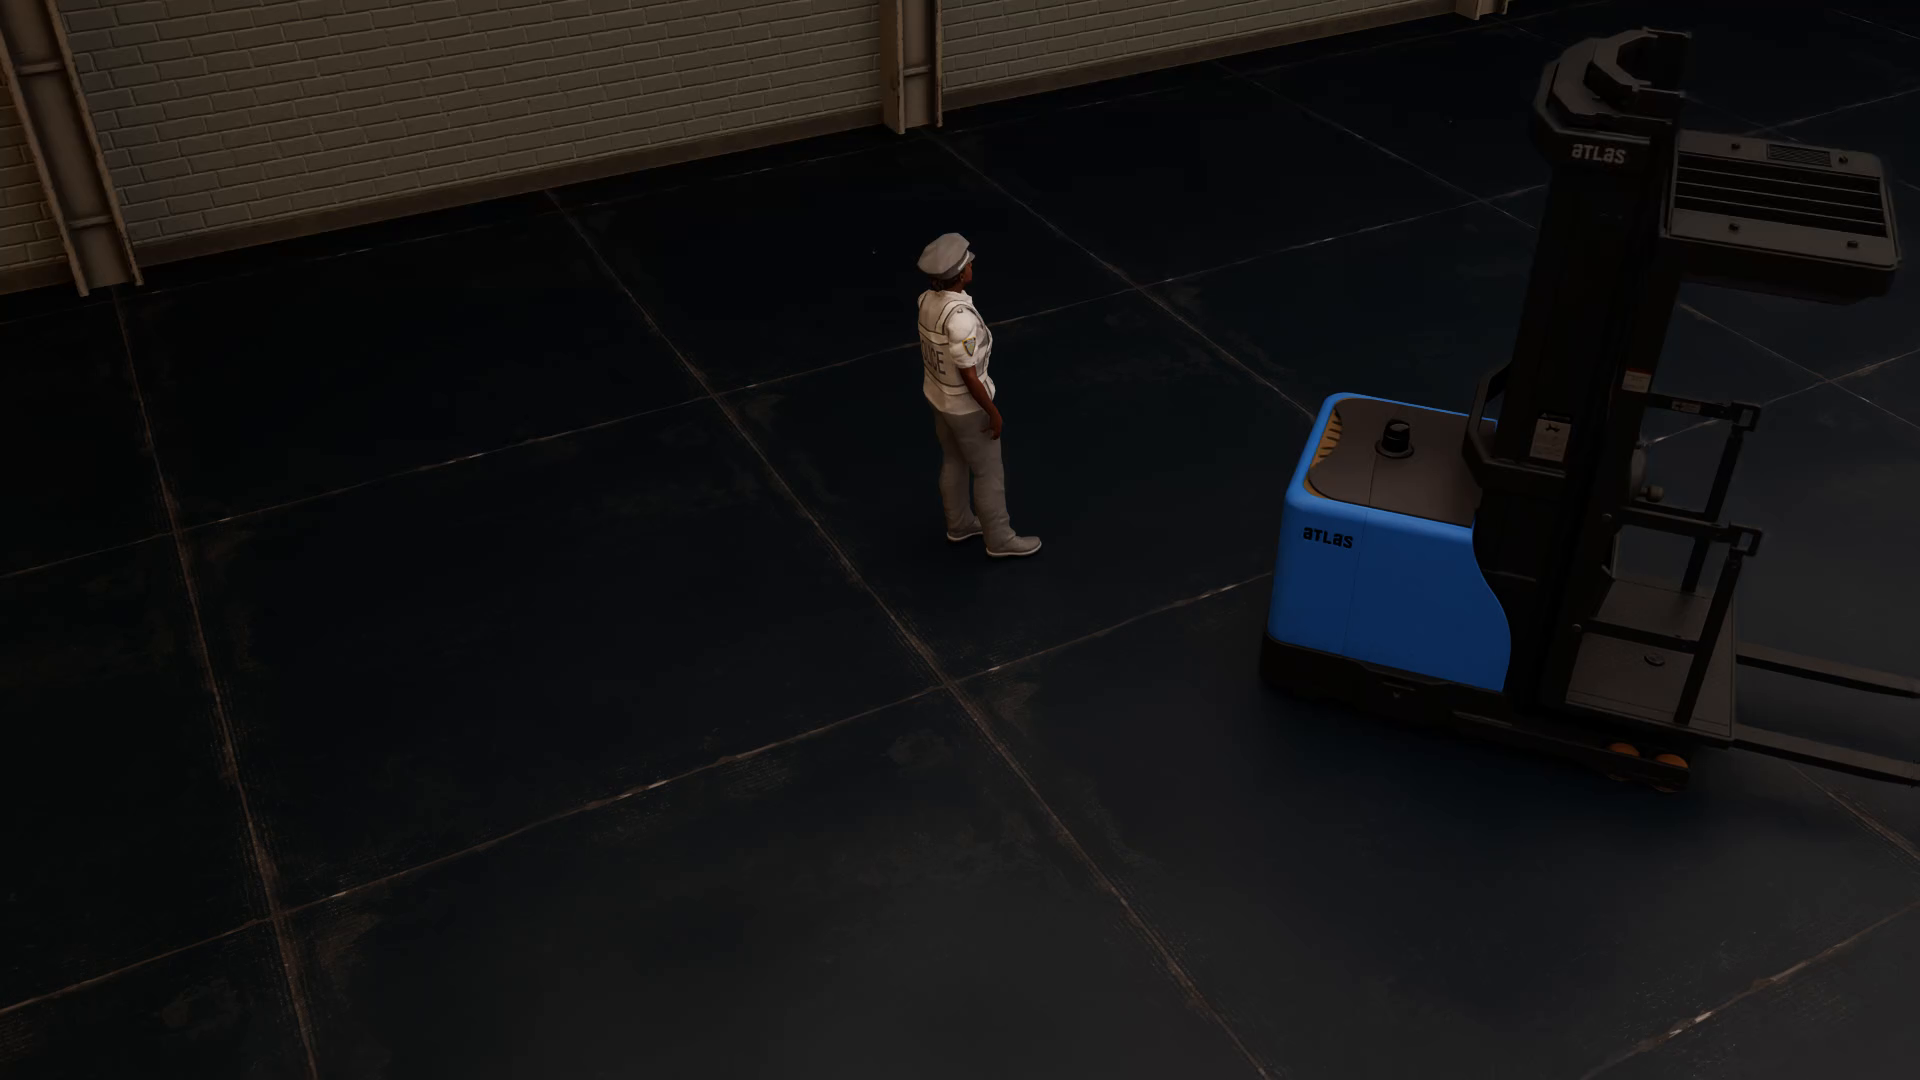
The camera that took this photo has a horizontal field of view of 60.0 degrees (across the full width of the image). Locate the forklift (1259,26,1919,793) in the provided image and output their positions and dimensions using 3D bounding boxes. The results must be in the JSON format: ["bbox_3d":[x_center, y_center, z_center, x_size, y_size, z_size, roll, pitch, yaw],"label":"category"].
[{"bbox_3d":[2.951,-0.463,6.778,3.031,2.935,1.130,13,37,17],"label":"forklift"}]

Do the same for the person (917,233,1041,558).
[{"bbox_3d":[0.075,-0.708,8.183,0.530,1.695,0.570,-17,39,-23],"label":"person"}]
